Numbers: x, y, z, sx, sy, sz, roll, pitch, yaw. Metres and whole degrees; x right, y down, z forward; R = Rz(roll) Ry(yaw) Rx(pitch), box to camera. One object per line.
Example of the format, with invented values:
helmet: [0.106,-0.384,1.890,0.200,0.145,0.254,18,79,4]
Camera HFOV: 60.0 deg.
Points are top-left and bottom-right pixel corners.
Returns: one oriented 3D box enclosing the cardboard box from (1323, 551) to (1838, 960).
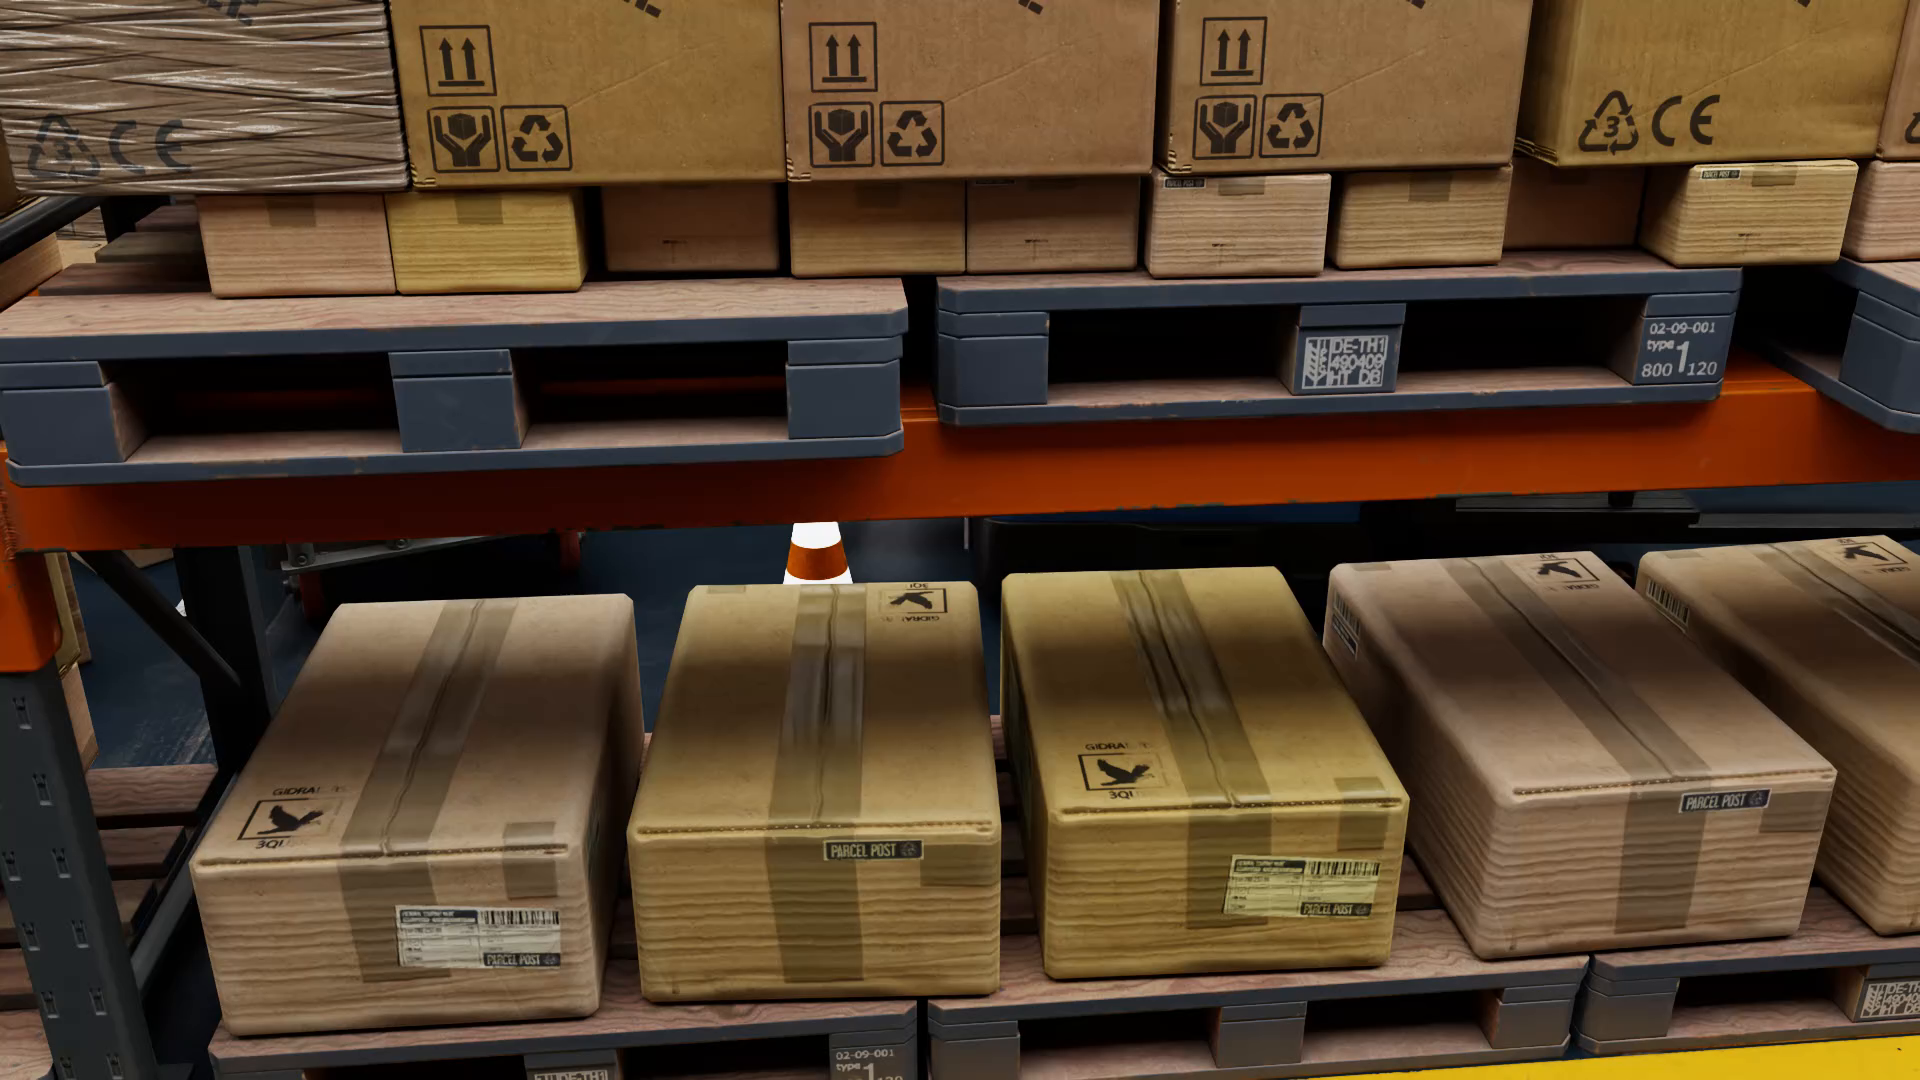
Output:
cardboard box: [1.188,0.393,3.390,0.625,0.372,0.950,-3,24,-6]

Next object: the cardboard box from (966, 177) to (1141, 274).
cardboard box: [0.115,-0.530,2.541,0.250,0.149,0.380,-2,24,-5]

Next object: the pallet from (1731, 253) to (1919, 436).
pallet: [1.786,-0.508,2.935,1.003,0.211,1.213,-2,24,-5]

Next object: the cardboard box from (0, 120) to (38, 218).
cardboard box: [-1.961,-0.784,2.831,0.500,0.500,0.500,-2,24,-5]

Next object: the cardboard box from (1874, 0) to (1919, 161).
cardboard box: [1.546,-0.885,2.541,0.500,0.500,0.500,-3,24,-6]

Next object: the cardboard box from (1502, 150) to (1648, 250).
cardboard box: [0.889,-0.585,2.665,0.250,0.149,0.380,-2,24,-5]

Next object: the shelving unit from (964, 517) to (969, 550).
shelving unit: [-0.223,-0.567,5.048,0.503,1.200,0.258,0,24,0]

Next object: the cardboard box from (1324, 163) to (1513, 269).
cardboard box: [0.647,-0.542,2.568,0.250,0.149,0.380,-3,24,-7]

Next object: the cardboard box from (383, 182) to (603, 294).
cardboard box: [-0.665,-0.485,2.440,0.250,0.149,0.380,-2,24,-4]

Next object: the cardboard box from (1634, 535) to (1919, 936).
cardboard box: [1.921,0.361,3.464,0.625,0.372,0.950,-4,24,-9]

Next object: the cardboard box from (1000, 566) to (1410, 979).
cardboard box: [0.433,0.421,3.327,0.625,0.372,0.950,-2,24,-3]

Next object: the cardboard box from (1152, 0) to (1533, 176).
cardboard box: [0.501,-0.843,2.446,0.500,0.500,0.500,-3,24,-7]

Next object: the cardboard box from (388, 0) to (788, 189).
cardboard box: [-0.503,-0.804,2.359,0.500,0.500,0.500,-2,24,-5]

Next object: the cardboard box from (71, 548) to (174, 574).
cardboard box: [-2.518,-0.093,5.132,0.258,0.266,0.396,22,32,40]

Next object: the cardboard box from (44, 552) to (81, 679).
cardboard box: [-2.110,0.129,3.211,0.500,0.500,0.500,-1,24,-3]

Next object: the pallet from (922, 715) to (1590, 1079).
pallet: [0.496,0.685,3.448,1.213,0.211,1.003,-2,24,-5]

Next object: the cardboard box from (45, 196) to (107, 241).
cardboard box: [-3.612,-1.690,7.459,0.875,0.875,0.875,-2,24,-5]

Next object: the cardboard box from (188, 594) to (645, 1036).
cardboard box: [-0.974,0.480,3.196,0.625,0.372,0.950,-2,24,-4]

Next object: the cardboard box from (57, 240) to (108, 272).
cardboard box: [-3.527,-0.886,6.625,0.500,0.500,0.500,2,24,4]

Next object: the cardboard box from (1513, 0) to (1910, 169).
cardboard box: [1.044,-0.864,2.495,0.500,0.500,0.500,-4,24,-9]

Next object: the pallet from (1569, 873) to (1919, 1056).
pallet: [1.707,0.638,3.555,1.213,0.211,1.003,-2,24,-5]

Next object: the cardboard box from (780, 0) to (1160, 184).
cardboard box: [-0.009,-0.818,2.391,0.500,0.500,0.500,-2,24,-5]

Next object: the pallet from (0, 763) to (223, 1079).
pallet: [-2.161,0.808,3.172,1.213,0.211,1.003,-2,24,-5]

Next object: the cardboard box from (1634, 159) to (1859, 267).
cardboard box: [1.152,-0.544,2.573,0.250,0.149,0.380,-2,24,-4]

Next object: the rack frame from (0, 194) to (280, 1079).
rack frame: [-1.496,-0.507,2.698,0.127,3.000,1.000,-2,24,-5]

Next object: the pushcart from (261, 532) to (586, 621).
pushcart: [-1.770,-0.228,5.299,0.936,0.377,1.648,-11,26,-23]

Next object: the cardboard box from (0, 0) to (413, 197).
cardboard box: [-1.001,-0.783,2.313,0.500,0.500,0.500,-2,24,-4]

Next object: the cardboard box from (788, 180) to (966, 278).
cardboard box: [-0.131,-0.521,2.520,0.250,0.149,0.380,-2,24,-4]

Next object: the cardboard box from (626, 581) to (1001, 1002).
cardboard box: [-0.259,0.450,3.263,0.625,0.372,0.950,-1,24,-2]

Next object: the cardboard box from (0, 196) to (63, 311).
cardboard box: [-1.841,-0.509,3.012,0.250,0.149,0.380,-2,24,-5]

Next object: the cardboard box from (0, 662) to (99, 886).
cardboard box: [-2.110,0.472,3.363,0.500,0.250,0.500,-3,24,-8]

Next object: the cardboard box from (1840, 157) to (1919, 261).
cardboard box: [1.424,-0.561,2.611,0.250,0.149,0.380,-3,24,-8]

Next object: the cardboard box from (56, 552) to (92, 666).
cardboard box: [-2.696,0.127,4.346,0.500,0.500,0.500,16,28,31]

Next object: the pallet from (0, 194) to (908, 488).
pallet: [-0.721,-0.391,2.673,1.213,0.211,1.003,-2,24,-5]

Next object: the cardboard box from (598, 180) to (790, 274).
cardboard box: [-0.391,-0.527,2.535,0.250,0.149,0.380,-1,24,-2]

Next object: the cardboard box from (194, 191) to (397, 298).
cardboard box: [-0.915,-0.479,2.426,0.250,0.149,0.380,-2,24,-4]

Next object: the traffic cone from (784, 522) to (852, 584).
traffic cone: [-0.400,0.037,4.598,0.334,0.463,0.336,-2,24,-5]

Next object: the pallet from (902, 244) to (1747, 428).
pallet: [0.519,-0.484,2.881,1.213,0.211,1.003,-2,24,-5]

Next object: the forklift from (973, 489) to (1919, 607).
forklift: [1.557,-1.310,4.588,3.031,2.935,1.130,0,24,0]

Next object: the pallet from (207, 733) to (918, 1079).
pallet: [-0.721,0.735,3.335,1.213,0.211,1.003,-2,24,-5]

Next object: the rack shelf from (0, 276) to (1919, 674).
rack shelf: [0.494,-0.258,3.023,4.000,0.370,1.077,-2,24,-5]

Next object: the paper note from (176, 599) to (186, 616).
paper note: [-2.191,0.181,4.805,0.142,0.019,0.148,-2,24,-5]

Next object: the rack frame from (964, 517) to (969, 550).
rack frame: [0.021,-0.567,5.047,0.015,1.200,0.240,0,24,0]

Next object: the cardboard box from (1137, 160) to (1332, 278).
cardboard box: [0.385,-0.519,2.518,0.250,0.149,0.380,-1,24,-3]

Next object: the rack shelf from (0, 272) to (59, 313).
rack shelf: [-3.486,-0.099,2.664,4.000,0.370,1.077,-2,24,-5]
